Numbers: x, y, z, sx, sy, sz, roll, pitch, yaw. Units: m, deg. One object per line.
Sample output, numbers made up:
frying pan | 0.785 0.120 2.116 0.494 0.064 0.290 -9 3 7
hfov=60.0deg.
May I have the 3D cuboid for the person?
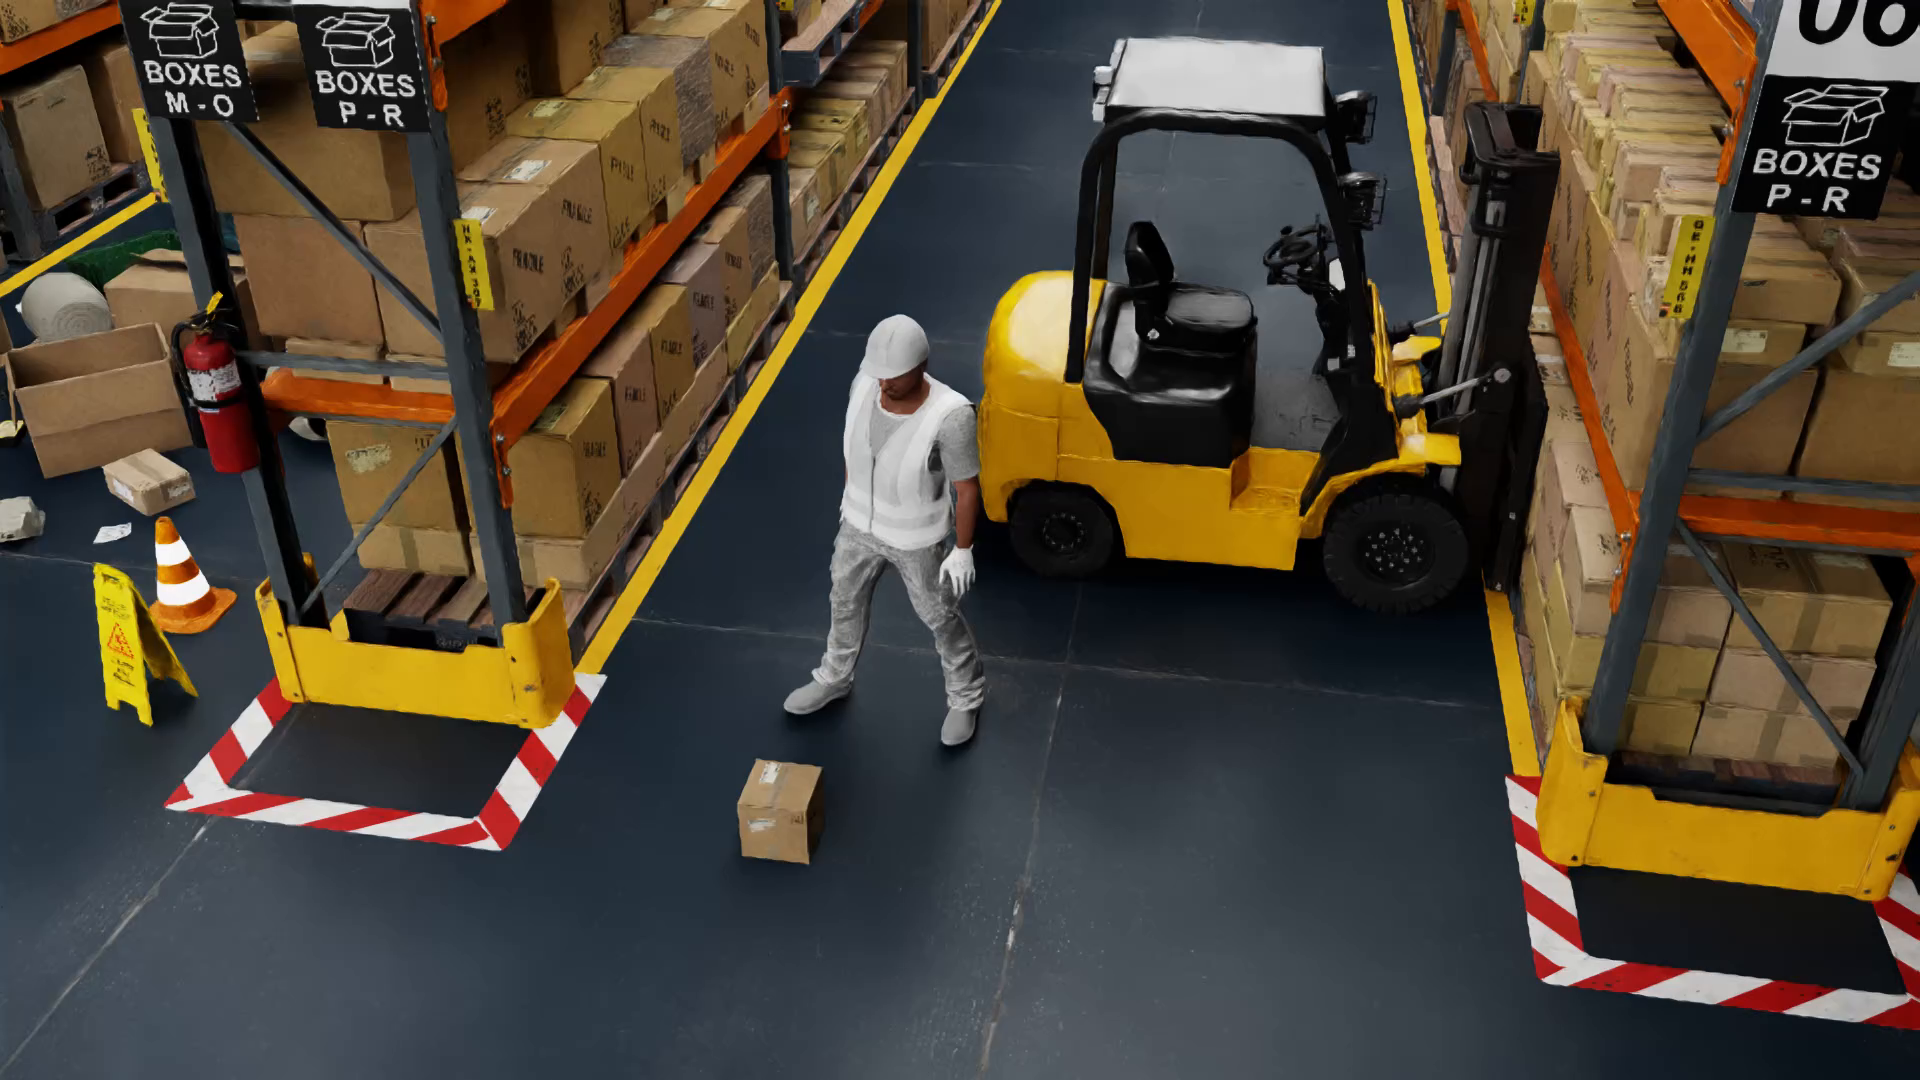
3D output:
person | -0.276 -0.048 6.168 0.745 1.768 0.534 22 38 31
